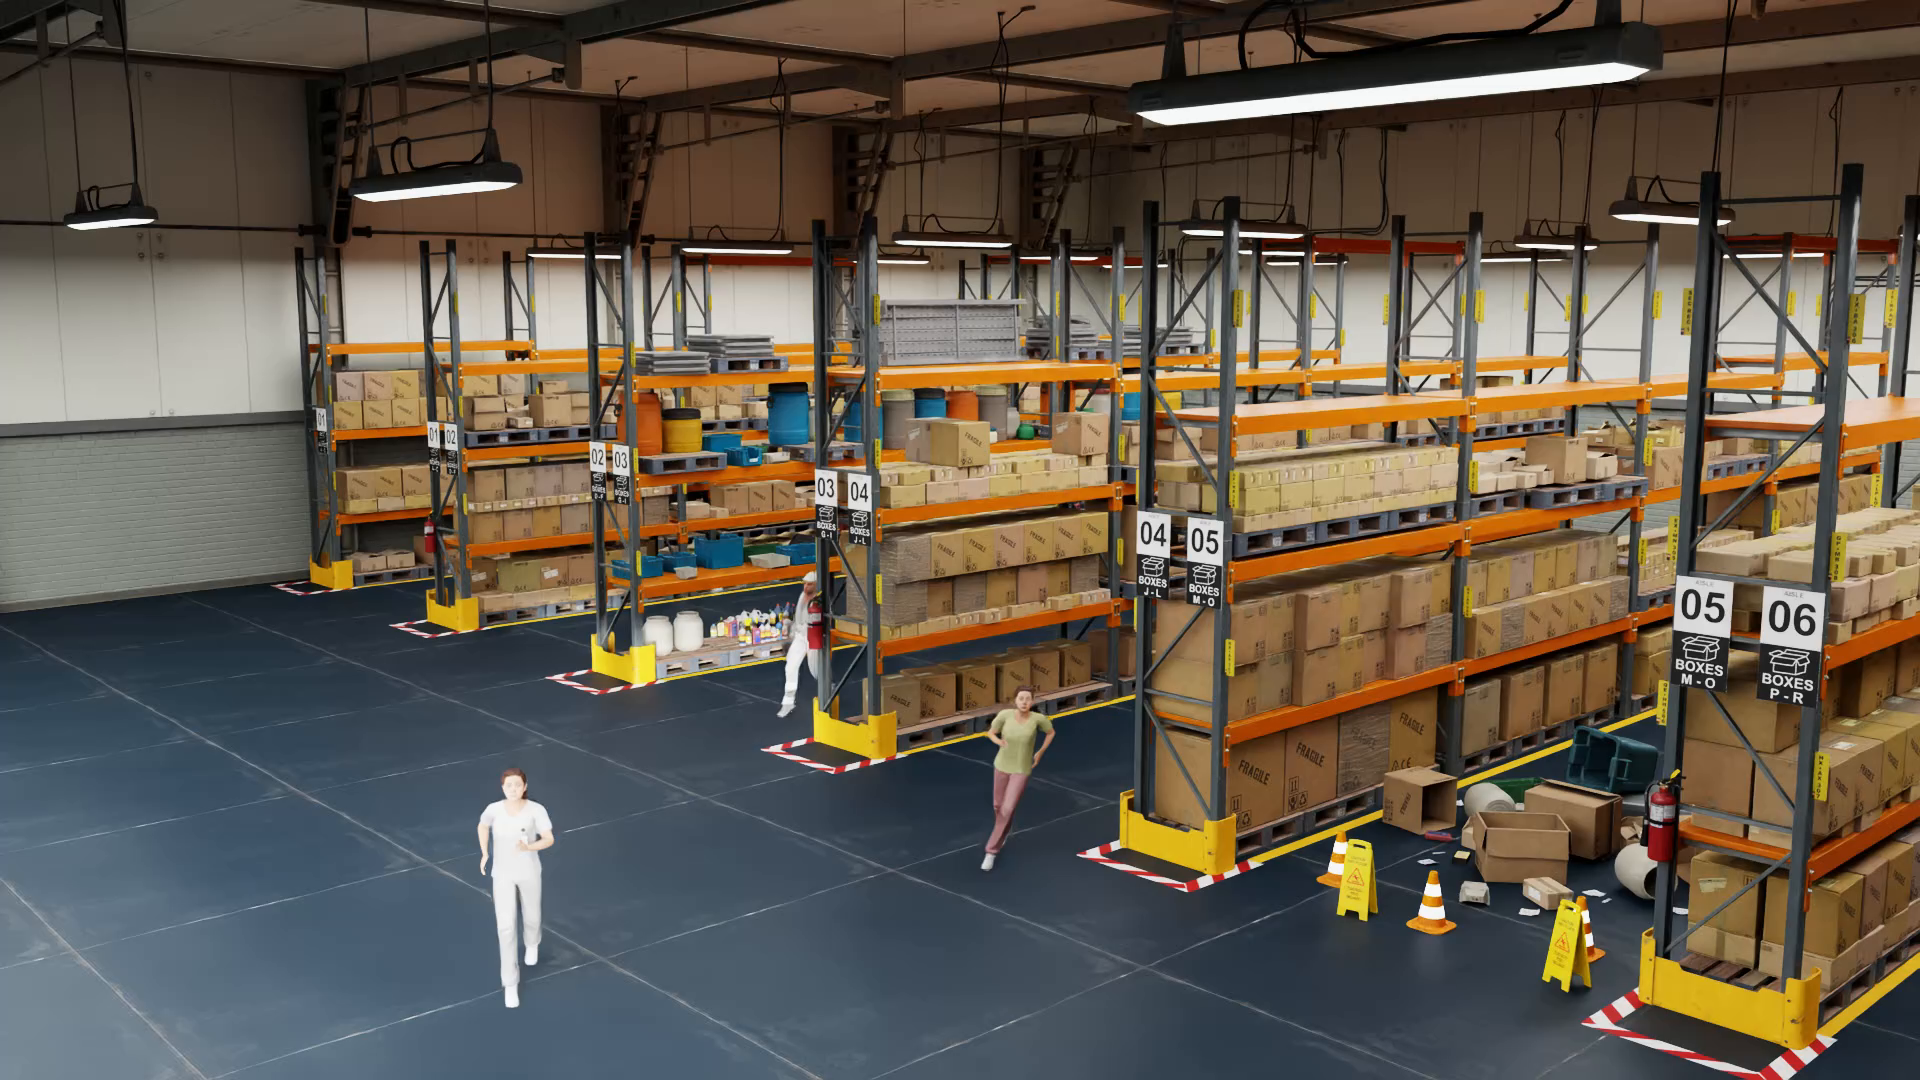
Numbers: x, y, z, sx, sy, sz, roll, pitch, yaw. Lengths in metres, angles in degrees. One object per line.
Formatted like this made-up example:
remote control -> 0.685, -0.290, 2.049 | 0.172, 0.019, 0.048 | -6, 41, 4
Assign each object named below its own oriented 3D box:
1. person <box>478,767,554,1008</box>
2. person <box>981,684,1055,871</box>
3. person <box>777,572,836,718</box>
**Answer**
person -> -3.306, 2.510, 12.409 | 0.560, 1.665, 0.960 | -2, 9, -12
person -> 0.535, 2.128, 15.243 | 0.590, 1.674, 0.817 | 3, 9, 19
person -> -1.832, 1.269, 20.671 | 0.700, 1.802, 0.963 | 7, 11, 39
